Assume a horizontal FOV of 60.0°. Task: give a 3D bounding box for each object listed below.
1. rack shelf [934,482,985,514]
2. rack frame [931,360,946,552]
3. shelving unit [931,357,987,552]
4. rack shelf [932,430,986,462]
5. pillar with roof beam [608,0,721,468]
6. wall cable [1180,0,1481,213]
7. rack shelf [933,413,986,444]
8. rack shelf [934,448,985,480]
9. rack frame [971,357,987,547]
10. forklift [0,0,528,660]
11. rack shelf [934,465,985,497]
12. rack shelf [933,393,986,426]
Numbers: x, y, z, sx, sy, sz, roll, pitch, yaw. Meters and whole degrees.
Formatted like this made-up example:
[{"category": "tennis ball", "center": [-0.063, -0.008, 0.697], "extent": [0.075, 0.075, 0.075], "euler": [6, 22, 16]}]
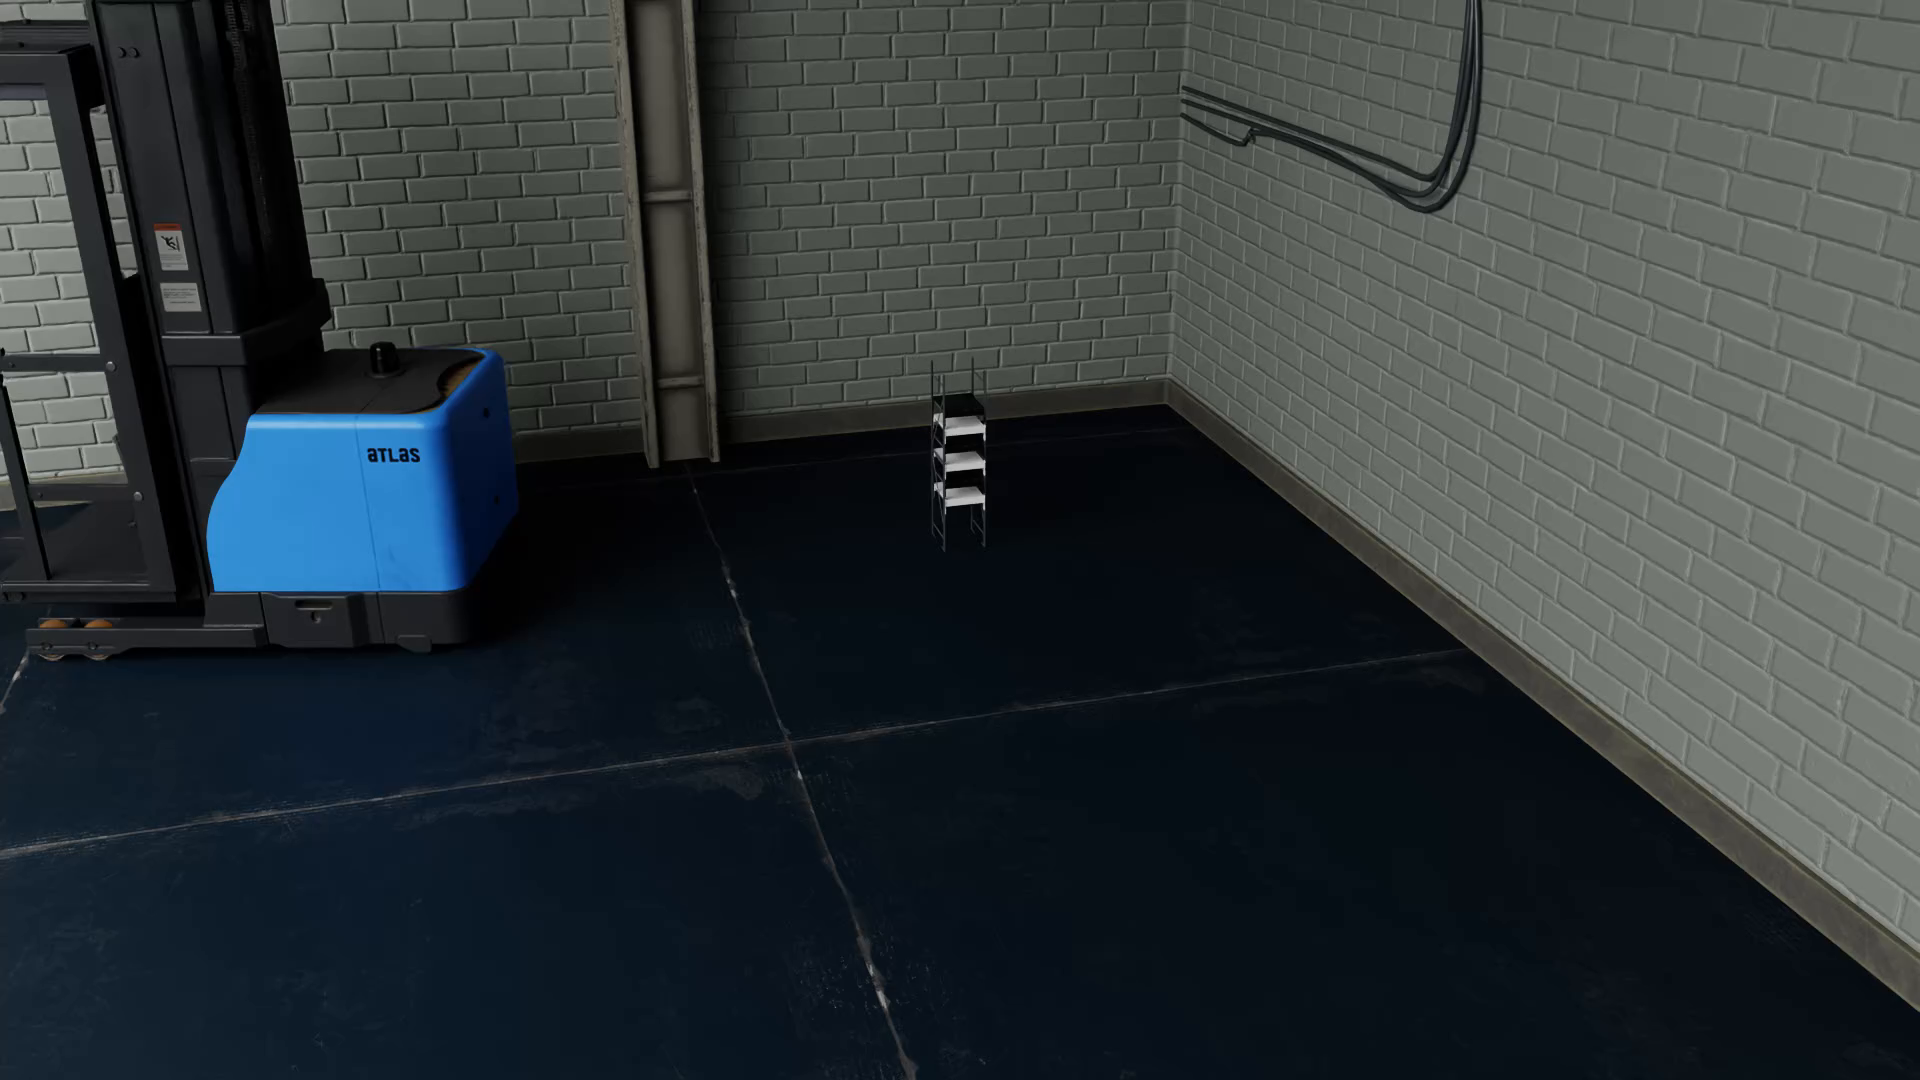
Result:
[{"category": "rack shelf", "center": [-0.008, -0.217, 8.155], "extent": [0.200, 0.077, 0.258], "euler": [-6, 24, -14]}, {"category": "rack frame", "center": [-0.106, -0.402, 8.045], "extent": [0.006, 0.900, 0.240], "euler": [-6, 24, -14]}, {"category": "shelving unit", "center": [-0.008, -0.413, 8.071], "extent": [0.210, 0.900, 0.258], "euler": [-6, 24, -14]}, {"category": "rack shelf", "center": [-0.008, -0.465, 8.048], "extent": [0.200, 0.077, 0.258], "euler": [-6, 24, -14]}, {"category": "pillar with roof beam", "center": [-0.400, -2.977, 3.775], "extent": [0.400, 9.000, 9.100], "euler": [-6, 24, -14]}, {"category": "wall cable", "center": [1.631, -2.996, 7.758], "extent": [0.112, 2.526, 3.097], "euler": [-6, 24, -14]}, {"category": "rack shelf", "center": [-0.008, -0.547, 8.013], "extent": [0.200, 0.077, 0.258], "euler": [-6, 24, -14]}, {"category": "rack shelf", "center": [-0.008, -0.382, 8.084], "extent": [0.200, 0.077, 0.258], "euler": [-6, 24, -14]}, {"category": "rack frame", "center": [0.090, -0.424, 8.096], "extent": [0.006, 0.900, 0.240], "euler": [-6, 24, -14]}, {"category": "forklift", "center": [-3.571, -1.047, 6.972], "extent": [3.031, 2.935, 1.130], "euler": [0, 23, 0]}, {"category": "rack shelf", "center": [-0.008, -0.299, 8.119], "extent": [0.200, 0.077, 0.258], "euler": [-6, 24, -14]}, {"category": "rack shelf", "center": [-0.008, -0.630, 7.977], "extent": [0.200, 0.077, 0.258], "euler": [-6, 24, -14]}]
